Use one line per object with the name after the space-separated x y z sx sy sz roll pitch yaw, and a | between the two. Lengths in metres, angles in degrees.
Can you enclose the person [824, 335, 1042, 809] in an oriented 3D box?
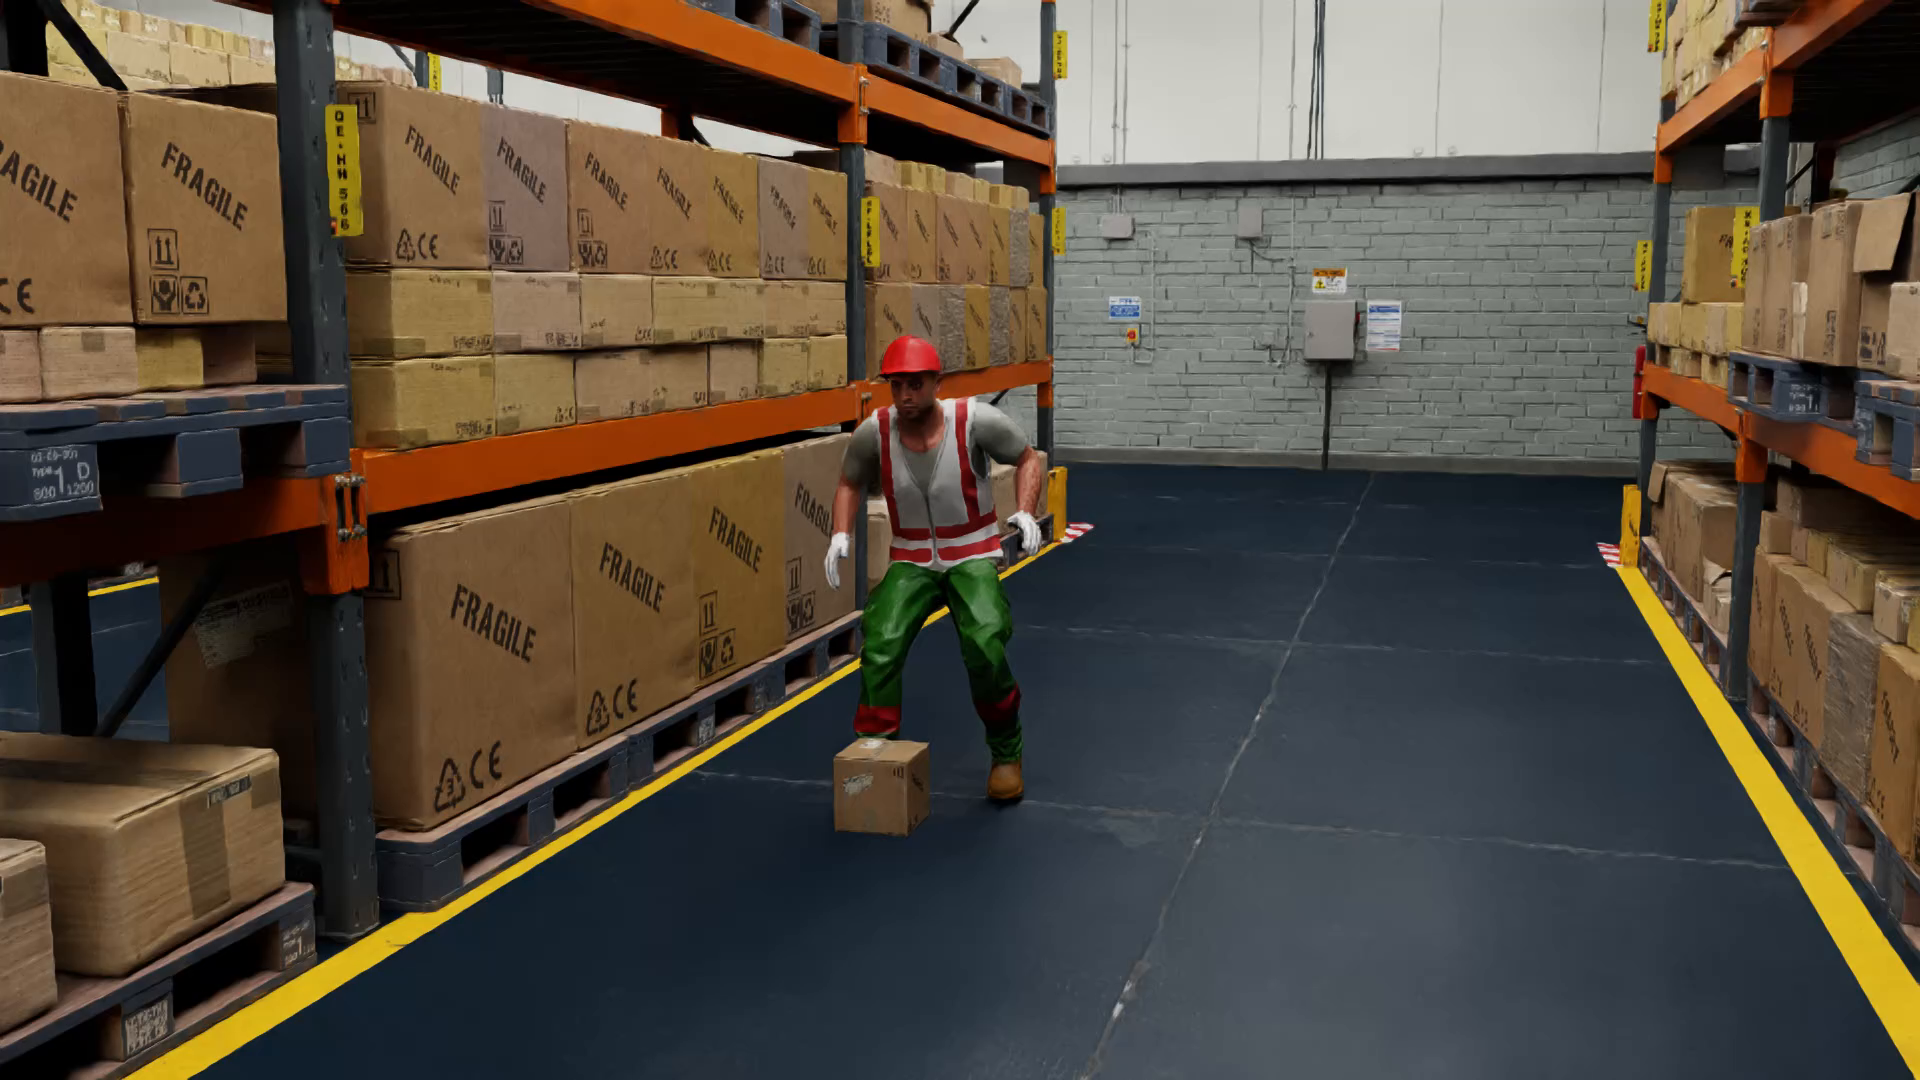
-0.117 0.107 5.673 0.773 1.601 0.808 2 8 12 | person
